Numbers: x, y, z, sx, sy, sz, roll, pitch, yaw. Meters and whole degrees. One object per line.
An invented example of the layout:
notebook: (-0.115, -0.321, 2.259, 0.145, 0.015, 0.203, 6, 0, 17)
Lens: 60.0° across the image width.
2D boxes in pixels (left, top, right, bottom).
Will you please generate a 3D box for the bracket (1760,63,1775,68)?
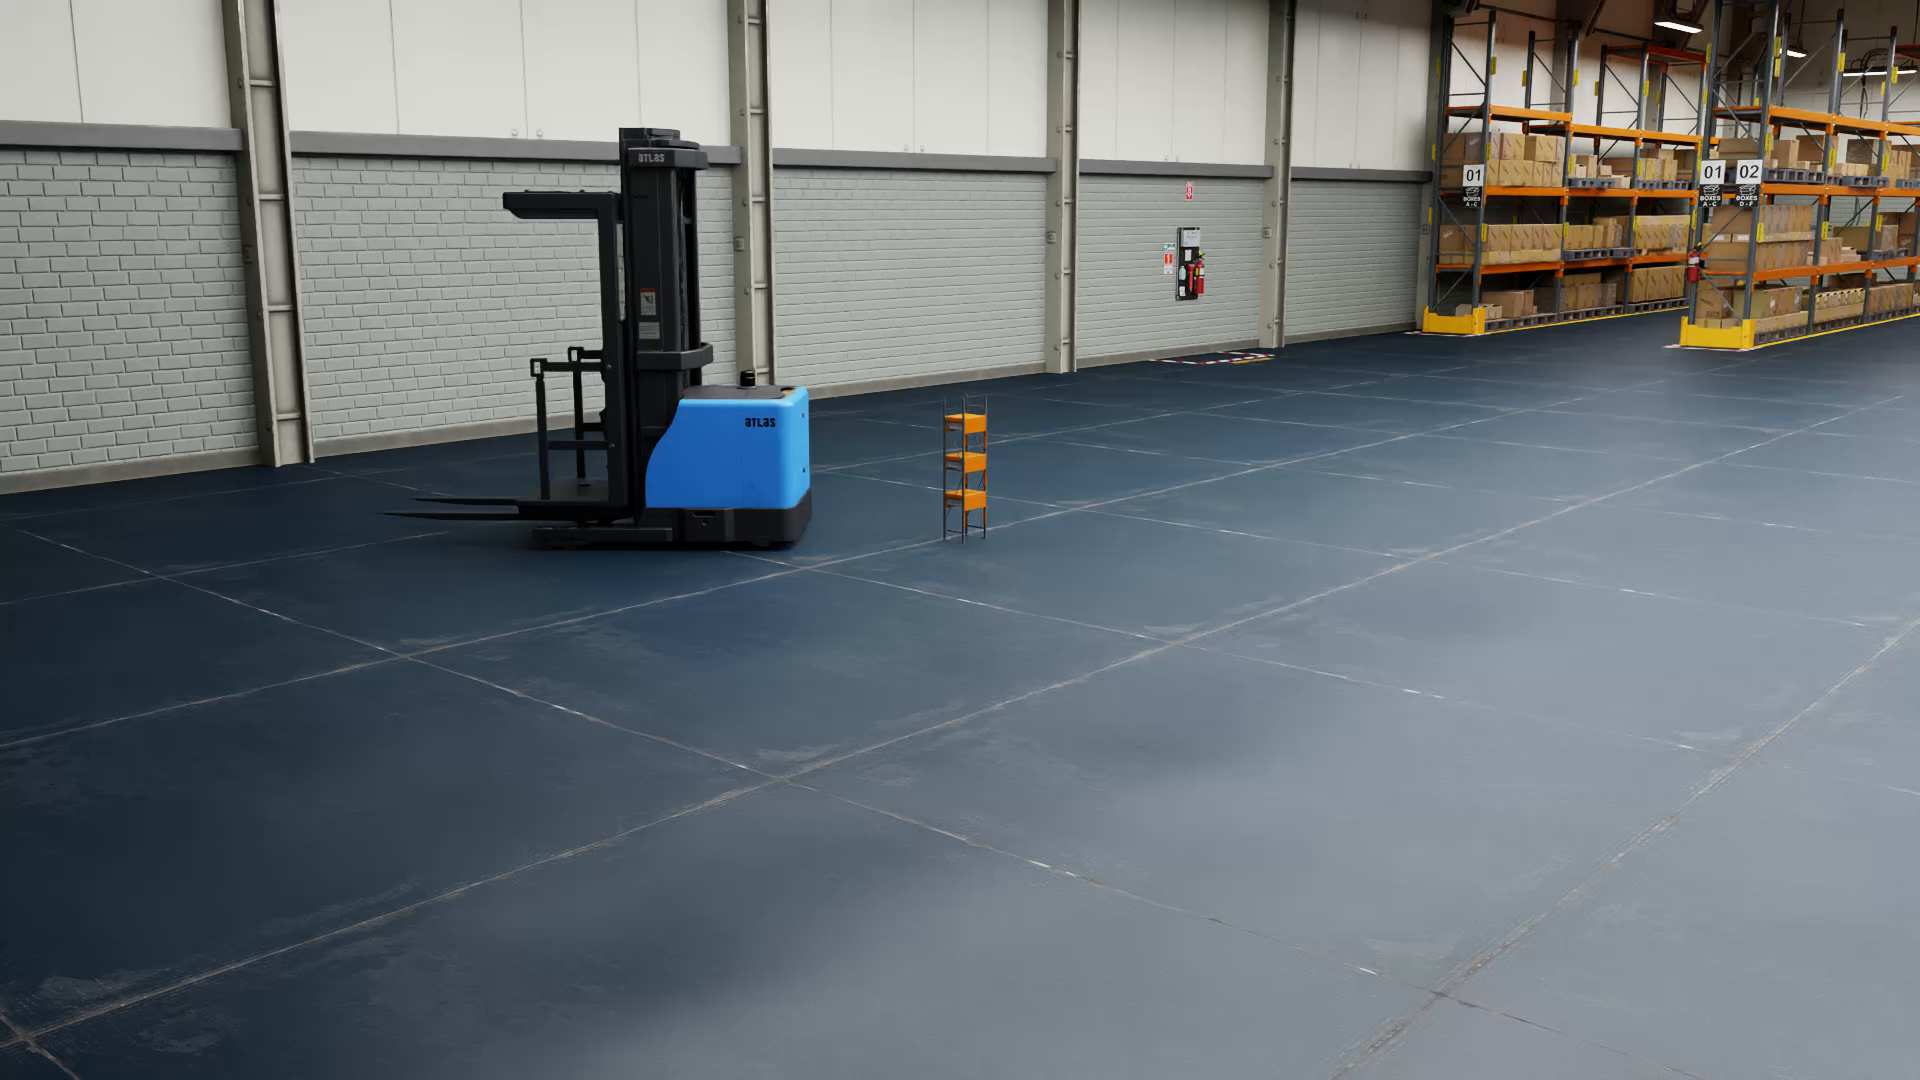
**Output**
bracket: (23.009, -13.371, 46.989, 0.076, 0.066, 3.189, 10, 15, 40)

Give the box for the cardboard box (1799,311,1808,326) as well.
cardboard box: (15.822, -4.233, 31.695, 0.500, 0.250, 0.500, 10, 15, 40)

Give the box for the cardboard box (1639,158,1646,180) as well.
cardboard box: (15.468, -8.600, 38.573, 0.700, 0.500, 0.500, 9, 14, 37)

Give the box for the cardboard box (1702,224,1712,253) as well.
cardboard box: (18.377, -7.621, 41.941, 0.980, 0.700, 0.700, 9, 15, 39)

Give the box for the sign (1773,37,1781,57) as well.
sign: (13.736, -8.289, 27.945, 0.100, 0.325, 0.005, 10, 15, 40)

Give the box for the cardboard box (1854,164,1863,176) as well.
cardboard box: (18.015, -7.510, 33.808, 0.500, 0.250, 0.500, 10, 15, 42)

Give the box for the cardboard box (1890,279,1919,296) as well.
cardboard box: (22.481, -5.918, 39.432, 0.797, 0.503, 0.637, 10, 15, 40)

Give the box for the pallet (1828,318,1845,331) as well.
pallet: (17.226, -4.398, 33.694, 1.003, 0.211, 1.213, 10, 15, 40)

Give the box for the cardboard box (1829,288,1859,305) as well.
cardboard box: (18.105, -5.007, 34.138, 0.500, 0.311, 0.500, 9, 15, 39)

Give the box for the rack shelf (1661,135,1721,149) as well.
rack shelf: (18.841, -9.976, 42.042, 1.077, 0.370, 4.000, 10, 15, 40)

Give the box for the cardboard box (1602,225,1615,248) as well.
cardboard box: (14.229, -6.809, 37.266, 0.700, 0.500, 0.500, 8, 14, 35)

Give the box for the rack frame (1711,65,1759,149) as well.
rack frame: (20.162, -10.819, 43.406, 1.000, 3.000, 0.127, 10, 15, 40)

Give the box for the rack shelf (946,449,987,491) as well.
rack shelf: (0.035, -0.512, 12.150, 0.215, 0.259, 0.240, 10, 15, 40)

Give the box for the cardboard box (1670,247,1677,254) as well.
cardboard box: (17.027, -6.970, 40.042, 0.380, 0.149, 0.250, 10, 15, 40)

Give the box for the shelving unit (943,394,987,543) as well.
shelving unit: (0.035, -0.523, 12.148, 0.215, 1.050, 0.252, 10, 15, 40)

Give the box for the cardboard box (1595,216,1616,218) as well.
cardboard box: (14.985, -7.373, 38.488, 0.500, 0.250, 0.500, 10, 15, 42)

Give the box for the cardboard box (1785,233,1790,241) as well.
cardboard box: (14.933, -5.545, 30.406, 0.380, 0.149, 0.250, 10, 15, 42)

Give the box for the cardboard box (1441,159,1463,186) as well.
cardboard box: (9.685, -7.147, 32.373, 0.500, 0.500, 0.500, -11, 16, -43)

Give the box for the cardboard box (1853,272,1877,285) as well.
cardboard box: (20.082, -5.820, 37.036, 0.500, 0.250, 0.500, 10, 15, 40)

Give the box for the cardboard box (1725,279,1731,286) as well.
cardboard box: (19.775, -6.742, 43.617, 0.700, 0.500, 0.500, 10, 15, 40)

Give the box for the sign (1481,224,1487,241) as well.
sign: (10.008, -5.878, 31.772, 0.100, 0.325, 0.005, 10, 15, 40)

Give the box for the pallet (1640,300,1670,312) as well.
pallet: (16.263, -5.618, 39.800, 1.003, 0.211, 1.213, 10, 15, 40)

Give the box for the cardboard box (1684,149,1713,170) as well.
cardboard box: (18.202, -9.378, 40.987, 0.500, 0.500, 0.500, 10, 15, 40)

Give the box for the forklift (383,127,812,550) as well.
forklift: (-2.660, -1.467, 12.073, 3.031, 2.935, 1.130, 0, 11, 2)

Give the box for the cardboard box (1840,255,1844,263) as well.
cardboard box: (17.805, -5.743, 33.945, 0.250, 0.149, 0.380, -11, 16, -43)

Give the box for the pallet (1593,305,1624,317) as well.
pallet: (14.364, -5.218, 37.799, 1.003, 0.211, 1.213, 10, 15, 40)

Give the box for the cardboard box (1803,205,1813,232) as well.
cardboard box: (15.676, -6.091, 31.482, 0.700, 0.500, 0.500, 10, 15, 41)

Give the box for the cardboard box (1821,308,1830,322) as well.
cardboard box: (16.755, -4.432, 32.691, 0.500, 0.250, 0.500, 10, 15, 42)

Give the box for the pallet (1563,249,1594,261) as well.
pallet: (12.854, -6.112, 35.642, 1.003, 0.211, 1.213, 10, 15, 40)

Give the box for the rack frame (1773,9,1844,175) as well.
rack frame: (15.964, -8.414, 31.363, 1.000, 3.000, 0.127, 10, 15, 40)

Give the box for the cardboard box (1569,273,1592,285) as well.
cardboard box: (13.686, -5.793, 36.903, 0.500, 0.250, 0.500, 10, 15, 40)

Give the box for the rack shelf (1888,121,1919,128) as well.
rack shelf: (22.565, -9.531, 38.800, 1.077, 0.370, 4.000, 10, 15, 40)

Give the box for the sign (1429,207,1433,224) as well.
sign: (9.196, -6.321, 32.437, 0.100, 0.325, 0.005, 10, 15, 40)

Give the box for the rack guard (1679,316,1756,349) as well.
rack guard: (13.308, -3.654, 29.231, 1.175, 0.500, 0.348, 10, 15, 40)

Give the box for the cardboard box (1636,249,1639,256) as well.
cardboard box: (15.445, -6.642, 38.396, 0.380, 0.149, 0.250, 10, 15, 41)

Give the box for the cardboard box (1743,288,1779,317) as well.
cardboard box: (14.494, -4.308, 30.156, 0.500, 0.500, 0.500, 10, 15, 40)

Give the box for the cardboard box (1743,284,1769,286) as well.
cardboard box: (15.098, -4.595, 31.593, 0.500, 0.500, 0.500, 10, 15, 40)

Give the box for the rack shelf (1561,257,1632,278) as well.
rack shelf: (13.561, -6.054, 36.698, 1.077, 0.370, 4.000, 10, 15, 40)

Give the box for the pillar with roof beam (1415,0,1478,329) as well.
pillar with roof beam: (12.646, -8.124, 29.909, 9.100, 9.000, 0.548, 10, 15, 40)

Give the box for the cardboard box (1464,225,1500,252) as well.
cardboard box: (10.141, -5.859, 32.304, 0.500, 0.500, 0.500, 10, 15, 40)

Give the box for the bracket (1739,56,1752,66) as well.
bracket: (21.287, -12.987, 45.067, 0.235, 0.232, 0.430, 10, 15, 40)

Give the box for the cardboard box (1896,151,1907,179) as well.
cardboard box: (20.433, -8.258, 36.658, 0.600, 0.600, 0.600, 10, 15, 40)

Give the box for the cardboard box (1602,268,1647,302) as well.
cardboard box: (15.465, -5.944, 38.727, 0.750, 0.750, 0.750, 10, 15, 40)

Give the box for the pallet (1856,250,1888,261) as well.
pallet: (18.999, -6.075, 35.460, 1.213, 0.211, 1.003, 10, 15, 40)

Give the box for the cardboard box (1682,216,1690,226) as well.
cardboard box: (17.405, -7.760, 40.423, 0.500, 0.250, 0.500, 10, 15, 42)

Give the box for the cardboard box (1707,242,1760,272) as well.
cardboard box: (13.641, -5.000, 29.330, 0.700, 0.500, 0.500, 10, 15, 40)

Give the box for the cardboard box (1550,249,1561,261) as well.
cardboard box: (12.155, -5.939, 34.622, 0.500, 0.250, 0.500, 10, 15, 40)

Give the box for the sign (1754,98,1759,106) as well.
sign: (20.560, -11.244, 42.945, 0.100, 0.325, 0.005, 10, 15, 40)

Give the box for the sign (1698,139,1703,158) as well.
sign: (12.925, -6.822, 28.992, 0.100, 0.325, 0.005, 10, 15, 40)

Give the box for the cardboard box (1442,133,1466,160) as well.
cardboard box: (9.688, -7.641, 32.291, 0.500, 0.500, 0.500, 11, 15, 43)

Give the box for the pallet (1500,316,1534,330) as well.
pallet: (11.018, -4.461, 34.007, 1.003, 0.211, 1.213, 10, 15, 40)
